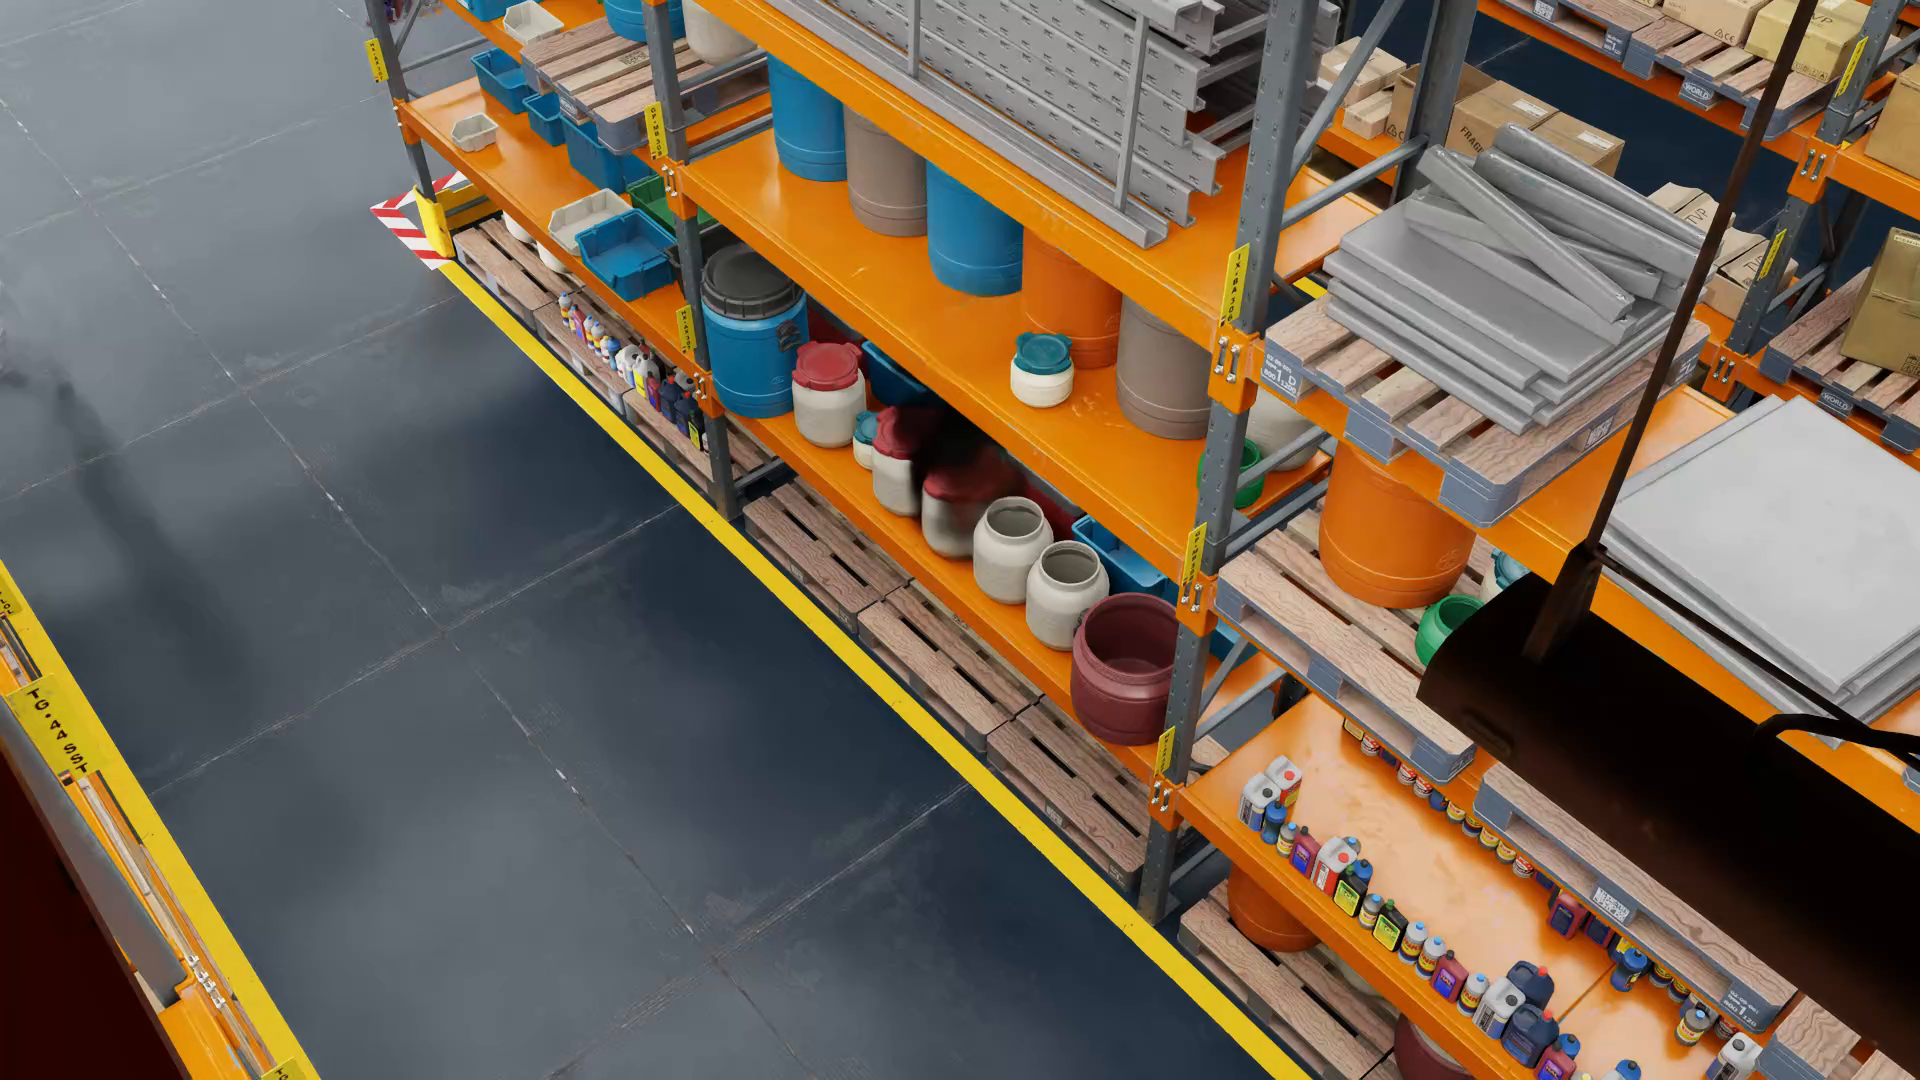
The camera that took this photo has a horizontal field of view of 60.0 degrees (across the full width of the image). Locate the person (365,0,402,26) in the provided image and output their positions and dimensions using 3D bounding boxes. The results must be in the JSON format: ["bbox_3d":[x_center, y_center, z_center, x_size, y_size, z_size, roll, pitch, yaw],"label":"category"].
[{"bbox_3d":[-5.422,-5.358,14.984,0.574,1.599,0.629,-14,48,-13],"label":"person"}]
